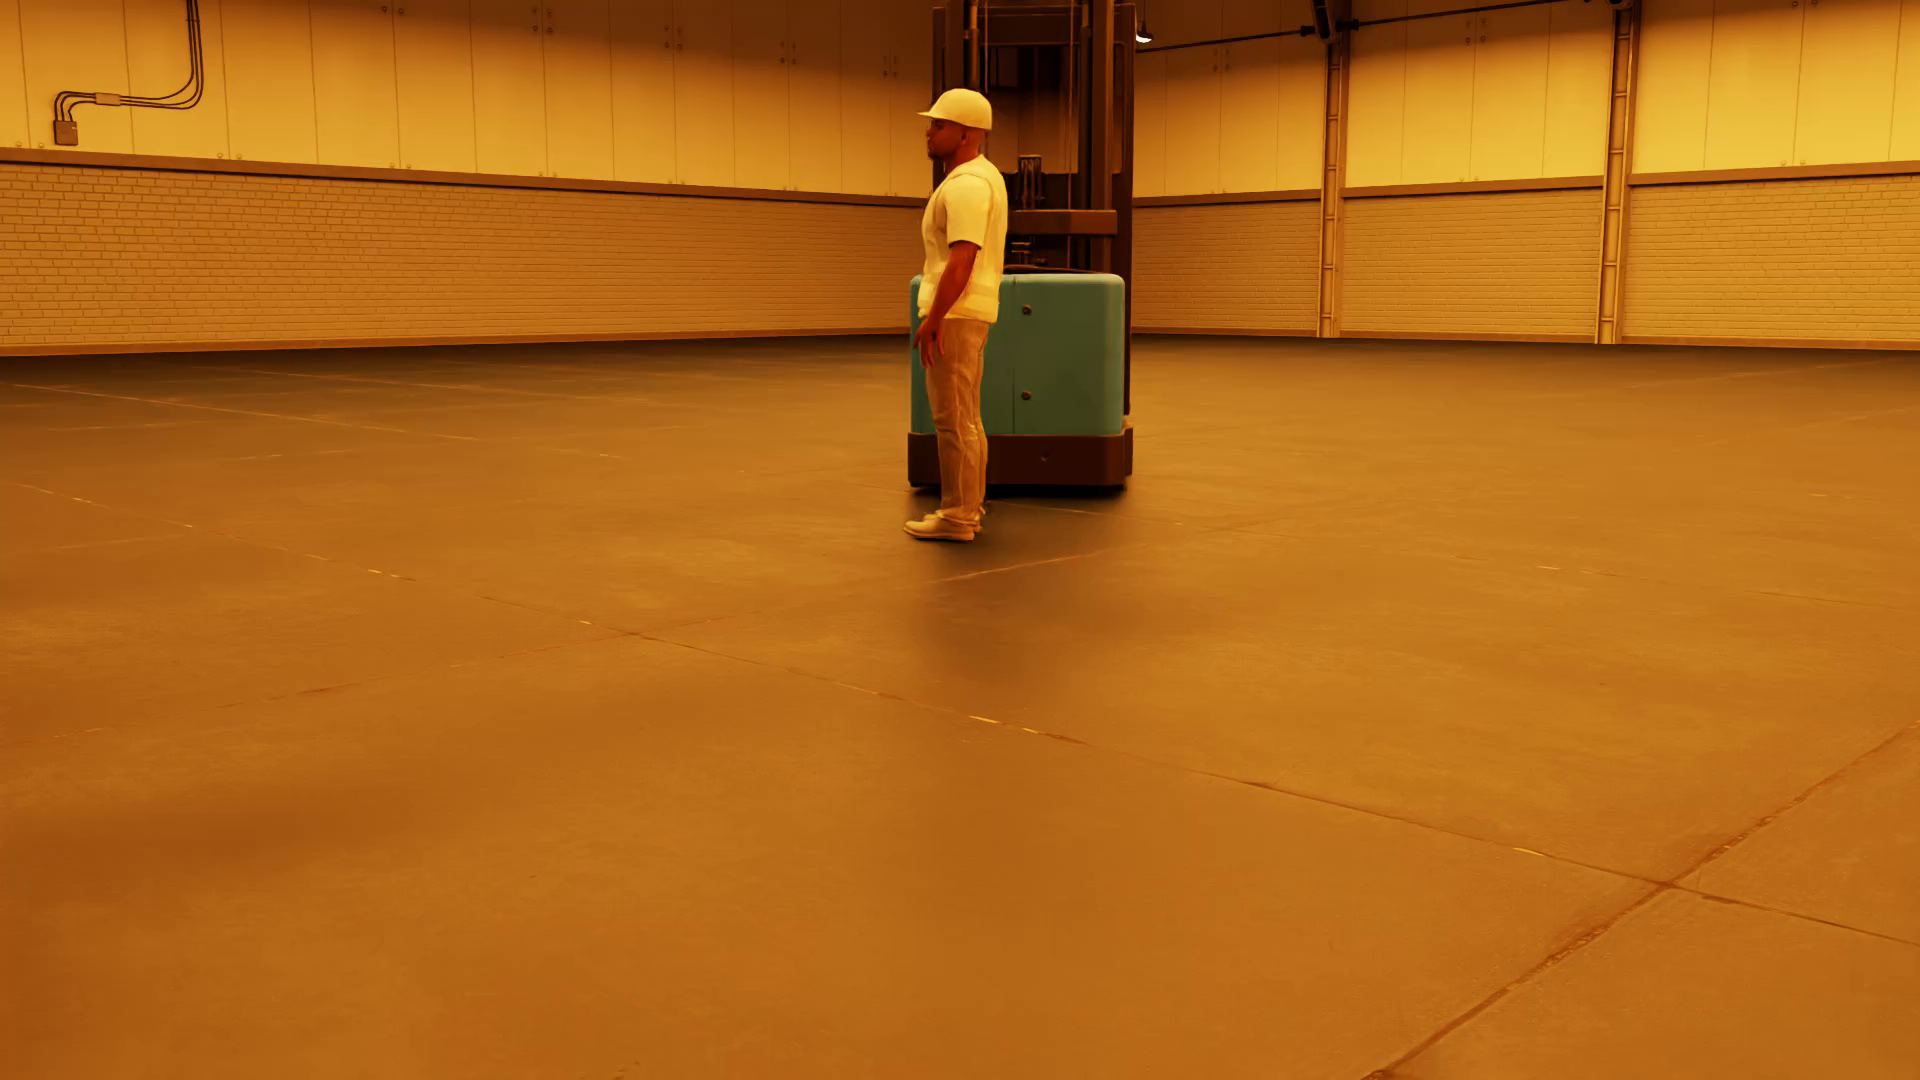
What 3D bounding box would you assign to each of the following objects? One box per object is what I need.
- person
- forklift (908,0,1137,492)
[{"bbox_3d":[-0.025,-0.877,6.614,0.425,1.769,0.749,1,9,5],"label":"person"},{"bbox_3d":[0.422,-1.868,9.282,1.130,2.935,3.031,1,9,6],"label":"forklift"}]
